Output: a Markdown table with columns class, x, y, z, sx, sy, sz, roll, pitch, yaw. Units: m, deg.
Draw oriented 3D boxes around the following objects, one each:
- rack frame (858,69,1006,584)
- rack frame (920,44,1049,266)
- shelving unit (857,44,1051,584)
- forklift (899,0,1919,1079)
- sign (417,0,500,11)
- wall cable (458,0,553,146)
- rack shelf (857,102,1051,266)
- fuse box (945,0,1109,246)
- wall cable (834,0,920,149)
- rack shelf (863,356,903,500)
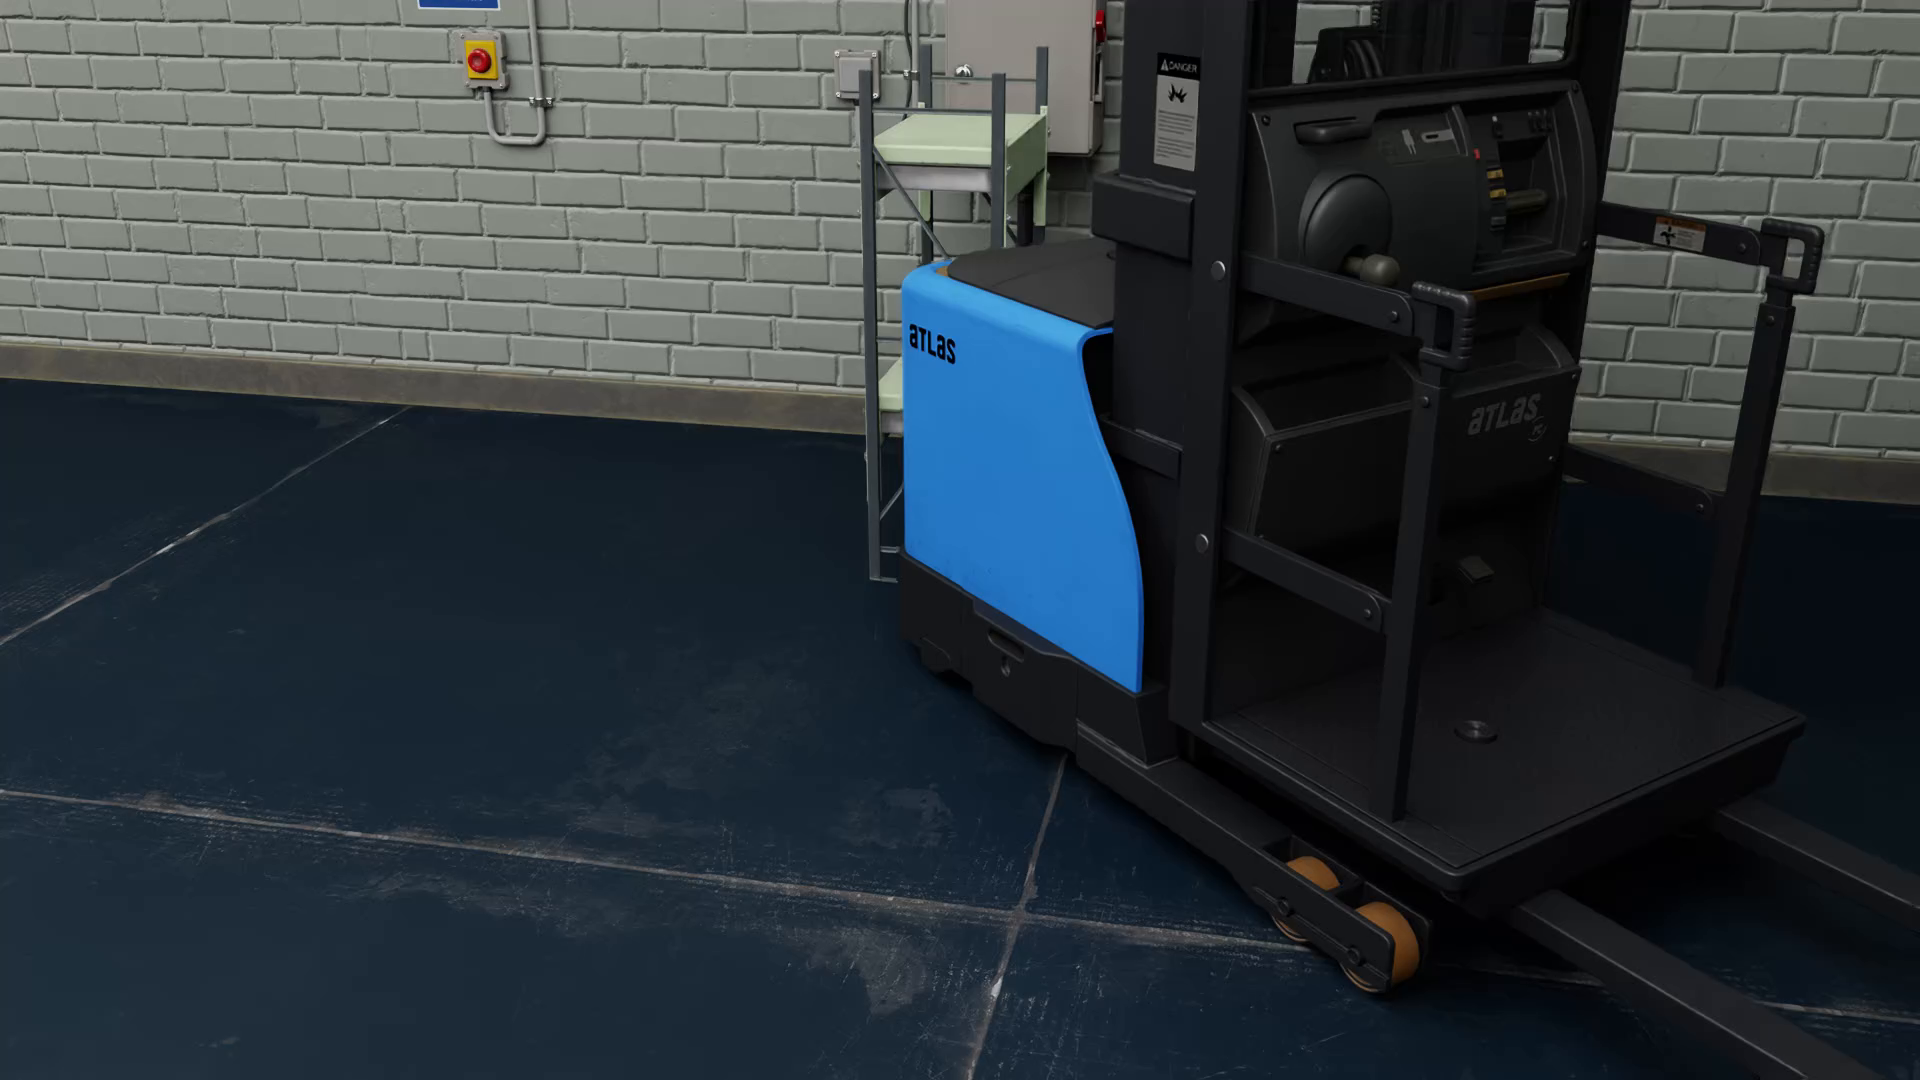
| class | x | y | z | sx | sy | sz | roll | pitch | yaw |
| --- | --- | --- | --- | --- | --- | --- | --- | --- | --- |
| rack frame | -0.076 | -0.559 | 4.735 | 0.400 | 1.500 | 0.023 | 4 | 22 | 11 |
| rack frame | 0.073 | -0.827 | 5.400 | 0.400 | 1.500 | 0.023 | 4 | 22 | 11 |
| shelving unit | -0.001 | -0.693 | 5.067 | 0.431 | 1.500 | 0.755 | 4 | 22 | 11 |
| forklift | 1.064 | -0.694 | 3.153 | 1.130 | 2.935 | 3.031 | -14 | 26 | -31 |
| sign | -1.833 | -2.041 | 6.045 | 0.327 | 0.218 | 0.001 | 4 | 22 | 11 |
| wall cable | -1.798 | -2.375 | 5.835 | 0.585 | 1.953 | 0.123 | 4 | 22 | 11 |
| rack shelf | -0.001 | -1.055 | 4.922 | 0.431 | 0.370 | 0.720 | 4 | 22 | 11 |
| fuse box | 0.228 | -1.079 | 5.741 | 0.539 | 1.711 | 0.414 | 4 | 22 | 11 |
| wall cable | -0.407 | -2.257 | 5.583 | 0.588 | 1.984 | 0.122 | 4 | 22 | 11 |
| rack shelf | -0.001 | -0.391 | 5.189 | 0.431 | 0.370 | 0.720 | 4 | 22 | 11 |
